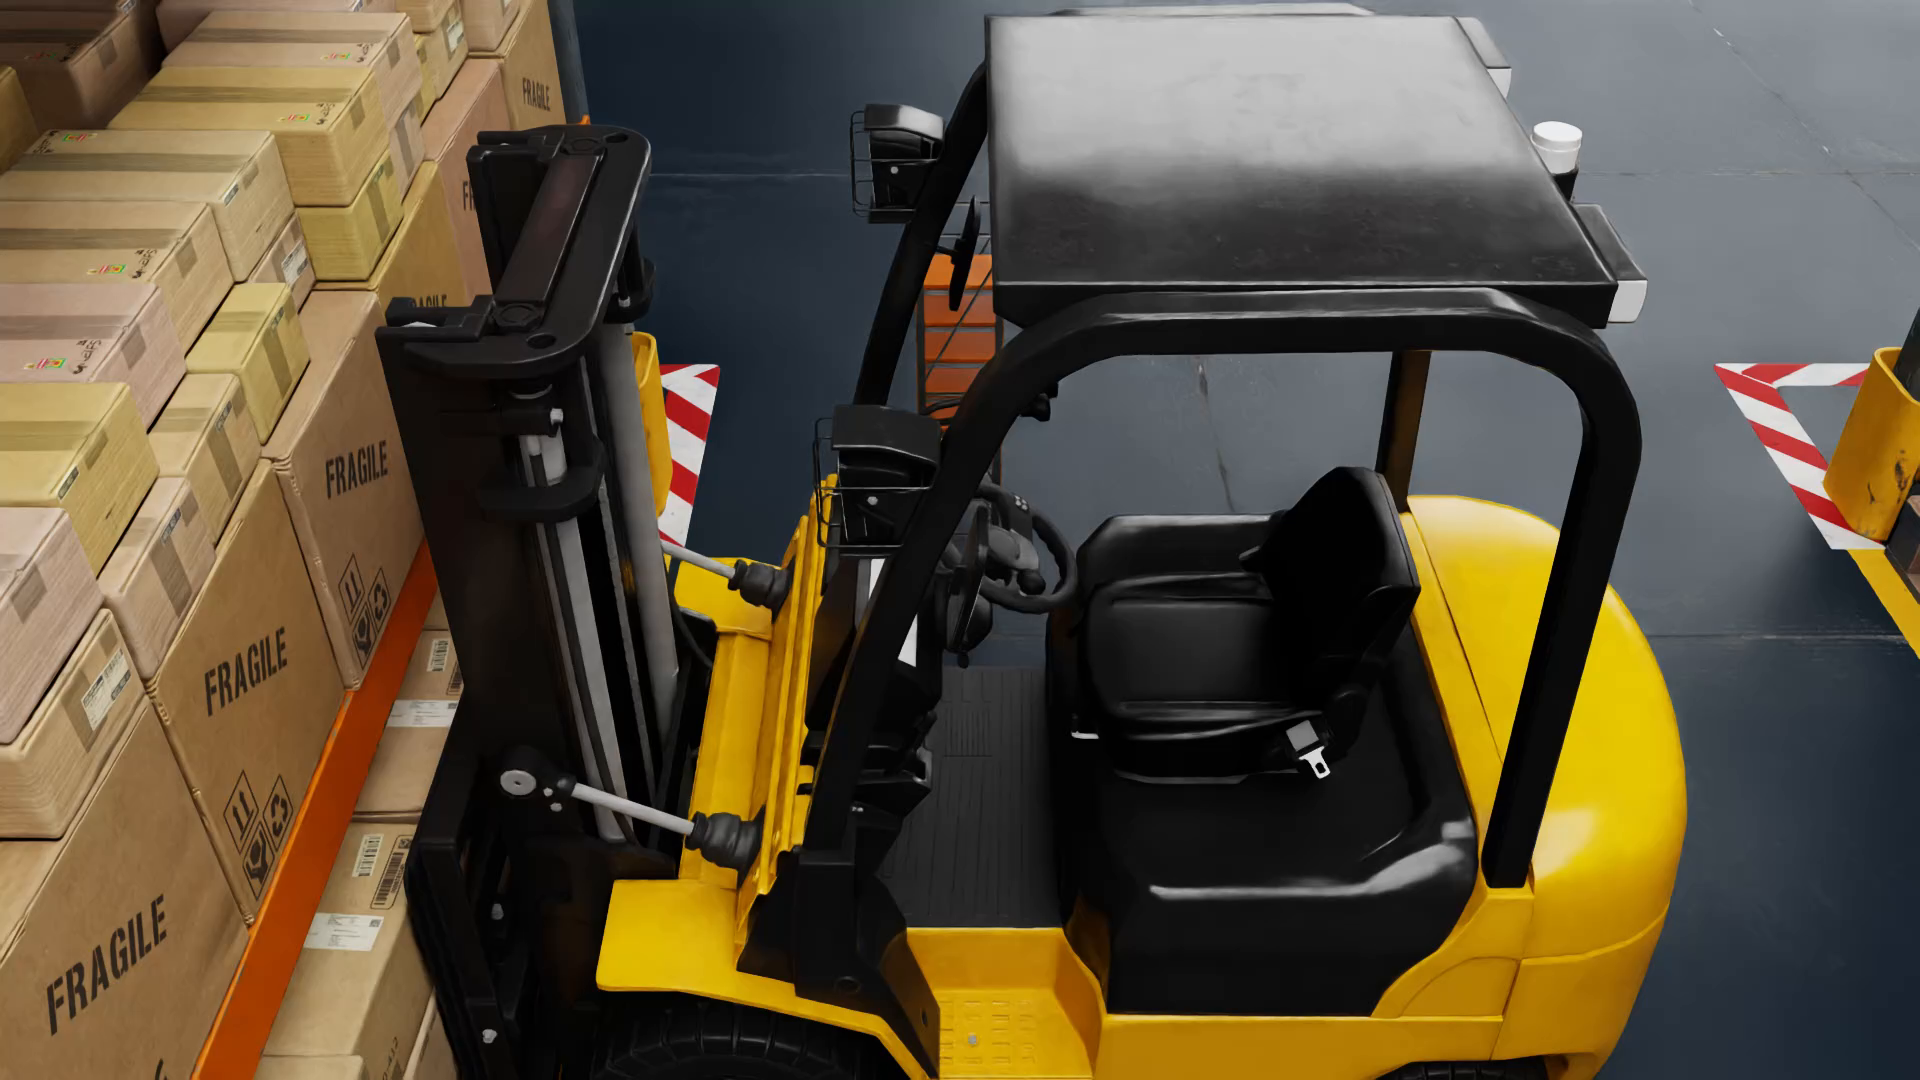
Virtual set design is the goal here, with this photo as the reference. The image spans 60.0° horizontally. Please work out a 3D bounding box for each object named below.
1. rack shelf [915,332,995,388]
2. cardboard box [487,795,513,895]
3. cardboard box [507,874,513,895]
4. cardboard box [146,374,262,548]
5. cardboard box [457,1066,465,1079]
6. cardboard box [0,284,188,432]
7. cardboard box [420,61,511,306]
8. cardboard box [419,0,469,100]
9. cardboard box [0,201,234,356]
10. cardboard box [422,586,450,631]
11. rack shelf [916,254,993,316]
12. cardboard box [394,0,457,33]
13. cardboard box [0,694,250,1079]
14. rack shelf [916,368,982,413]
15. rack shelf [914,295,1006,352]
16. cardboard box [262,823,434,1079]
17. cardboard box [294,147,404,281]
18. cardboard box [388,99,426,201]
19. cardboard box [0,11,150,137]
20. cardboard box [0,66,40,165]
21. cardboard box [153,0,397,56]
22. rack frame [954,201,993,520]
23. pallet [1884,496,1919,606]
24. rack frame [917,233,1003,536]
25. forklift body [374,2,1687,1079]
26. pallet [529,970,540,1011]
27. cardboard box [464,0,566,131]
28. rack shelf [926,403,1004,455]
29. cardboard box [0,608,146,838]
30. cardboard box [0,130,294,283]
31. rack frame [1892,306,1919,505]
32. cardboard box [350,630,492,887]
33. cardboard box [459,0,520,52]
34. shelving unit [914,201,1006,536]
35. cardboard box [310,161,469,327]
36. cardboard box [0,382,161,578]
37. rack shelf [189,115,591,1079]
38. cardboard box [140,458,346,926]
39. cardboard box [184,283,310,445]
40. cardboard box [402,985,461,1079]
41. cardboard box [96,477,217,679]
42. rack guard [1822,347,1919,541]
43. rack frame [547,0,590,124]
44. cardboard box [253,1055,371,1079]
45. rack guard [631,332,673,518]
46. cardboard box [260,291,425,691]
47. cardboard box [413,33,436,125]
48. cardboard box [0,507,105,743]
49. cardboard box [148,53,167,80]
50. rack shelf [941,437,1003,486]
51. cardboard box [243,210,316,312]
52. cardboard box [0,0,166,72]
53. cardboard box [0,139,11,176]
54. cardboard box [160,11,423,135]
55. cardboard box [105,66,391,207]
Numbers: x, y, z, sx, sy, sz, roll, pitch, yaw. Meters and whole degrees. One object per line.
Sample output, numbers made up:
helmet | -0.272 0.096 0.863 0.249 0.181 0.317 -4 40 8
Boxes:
rack shelf | 0.000 -0.536 4.839 0.258 0.103 0.180 0 39 0
cardboard box | -1.219 0.650 3.504 0.500 0.250 0.500 0 39 0
cardboard box | -1.219 0.834 3.674 0.500 0.250 0.500 1 39 1
cardboard box | -1.246 -0.108 2.388 0.380 0.149 0.250 -1 39 -1
cardboard box | -1.238 1.151 3.278 0.500 0.250 0.500 1 39 1
cardboard box | -1.321 -0.230 2.301 0.380 0.149 0.250 0 39 0
cardboard box | -1.286 -0.725 3.676 0.500 0.500 0.500 1 39 1
cardboard box | -1.291 -1.071 3.589 0.380 0.149 0.250 1 39 1
cardboard box | -1.339 -0.385 2.496 0.380 0.149 0.250 0 39 0
cardboard box | -1.211 0.124 3.760 0.500 0.250 0.500 0 39 1
rack shelf | 0.000 -0.724 4.689 0.258 0.103 0.180 0 39 0
cardboard box | -1.271 -1.184 3.493 0.380 0.149 0.250 1 39 1
cardboard box | -1.293 0.541 2.096 0.500 0.500 0.500 1 39 1
rack shelf | 0.000 -0.443 4.914 0.258 0.103 0.180 0 39 0
rack shelf | 0.000 -0.630 4.764 0.258 0.103 0.180 0 39 0
cardboard box | -1.225 0.769 2.955 0.500 0.250 0.500 1 39 1
cardboard box | -1.234 -0.591 2.990 0.380 0.149 0.250 0 39 0
cardboard box | -1.255 -0.749 3.187 0.380 0.149 0.250 -1 39 -2
cardboard box | -1.762 -0.867 3.097 0.380 0.149 0.250 1 39 1
cardboard box | -1.860 -0.703 2.892 0.380 0.149 0.250 -1 39 -1
cardboard box | -1.345 -1.028 3.298 0.380 0.149 0.250 0 39 0
rack frame | 0.000 -0.534 4.957 0.240 1.200 0.006 0 39 0
pallet | 3.389 0.320 4.682 1.003 0.211 1.213 0 39 0
rack frame | 0.000 -0.420 4.815 0.240 1.200 0.006 0 39 0
forklift body | 0.286 0.198 3.283 2.313 2.155 1.214 0 39 0
pallet | -1.499 1.010 3.821 1.003 0.211 1.213 0 39 0
cardboard box | -1.278 -1.049 4.081 0.500 0.500 0.500 -1 39 -1
rack shelf | 0.000 -0.349 4.989 0.258 0.103 0.180 0 39 0
cardboard box | -1.230 0.213 1.987 0.380 0.149 0.250 1 39 1
cardboard box | -1.322 -0.543 2.692 0.380 0.149 0.250 0 39 1
rack frame | 3.423 -1.324 4.503 1.000 3.000 0.127 0 39 0
cardboard box | -1.218 0.441 3.365 0.500 0.250 0.500 -1 39 -1
cardboard box | -1.230 -1.233 3.792 0.380 0.149 0.250 1 39 1
shelving unit | 0.000 -0.477 4.886 0.258 1.200 0.189 0 39 0
cardboard box | -1.285 -0.404 3.276 0.500 0.500 0.500 -1 39 -1
cardboard box | -1.265 -0.070 2.103 0.380 0.149 0.250 -1 39 -1
rack shelf | -1.538 0.214 3.160 1.077 0.370 4.000 0 39 0
cardboard box | -1.294 0.225 2.491 0.500 0.500 0.500 0 39 0
cardboard box | -1.255 -0.275 2.596 0.380 0.149 0.250 -1 39 -1
cardboard box | -1.220 0.966 3.109 0.500 0.250 0.500 0 39 0
cardboard box | -1.228 0.049 2.192 0.380 0.149 0.250 0 39 -1
rack guard | 3.423 -0.301 5.225 1.175 0.500 0.348 0 39 0
rack frame | -1.541 -1.318 4.496 1.000 3.000 0.127 0 39 0
cardboard box | -1.213 1.080 2.567 0.500 0.250 0.500 0 39 0
rack guard | -1.541 -0.357 5.296 1.175 0.500 0.348 0 39 0
cardboard box | -1.274 -0.090 2.884 0.500 0.500 0.500 0 39 0
cardboard box | -1.302 -0.916 3.396 0.380 0.149 0.250 0 39 0
cardboard box | -1.237 0.092 1.900 0.380 0.149 0.250 1 39 1
cardboard box | -1.802 -0.917 3.397 0.380 0.149 0.250 -1 39 -2
rack shelf | 0.000 -0.255 5.064 0.258 0.103 0.180 0 39 0
cardboard box | -1.324 -0.435 2.795 0.380 0.149 0.250 0 39 0
cardboard box | -1.788 -1.032 3.303 0.380 0.149 0.250 0 39 0
cardboard box | -1.781 -0.548 2.699 0.380 0.149 0.250 0 39 0
cardboard box | -1.234 -0.866 3.095 0.380 0.149 0.250 1 39 1
cardboard box | -1.228 -0.704 2.893 0.380 0.149 0.250 1 39 1
